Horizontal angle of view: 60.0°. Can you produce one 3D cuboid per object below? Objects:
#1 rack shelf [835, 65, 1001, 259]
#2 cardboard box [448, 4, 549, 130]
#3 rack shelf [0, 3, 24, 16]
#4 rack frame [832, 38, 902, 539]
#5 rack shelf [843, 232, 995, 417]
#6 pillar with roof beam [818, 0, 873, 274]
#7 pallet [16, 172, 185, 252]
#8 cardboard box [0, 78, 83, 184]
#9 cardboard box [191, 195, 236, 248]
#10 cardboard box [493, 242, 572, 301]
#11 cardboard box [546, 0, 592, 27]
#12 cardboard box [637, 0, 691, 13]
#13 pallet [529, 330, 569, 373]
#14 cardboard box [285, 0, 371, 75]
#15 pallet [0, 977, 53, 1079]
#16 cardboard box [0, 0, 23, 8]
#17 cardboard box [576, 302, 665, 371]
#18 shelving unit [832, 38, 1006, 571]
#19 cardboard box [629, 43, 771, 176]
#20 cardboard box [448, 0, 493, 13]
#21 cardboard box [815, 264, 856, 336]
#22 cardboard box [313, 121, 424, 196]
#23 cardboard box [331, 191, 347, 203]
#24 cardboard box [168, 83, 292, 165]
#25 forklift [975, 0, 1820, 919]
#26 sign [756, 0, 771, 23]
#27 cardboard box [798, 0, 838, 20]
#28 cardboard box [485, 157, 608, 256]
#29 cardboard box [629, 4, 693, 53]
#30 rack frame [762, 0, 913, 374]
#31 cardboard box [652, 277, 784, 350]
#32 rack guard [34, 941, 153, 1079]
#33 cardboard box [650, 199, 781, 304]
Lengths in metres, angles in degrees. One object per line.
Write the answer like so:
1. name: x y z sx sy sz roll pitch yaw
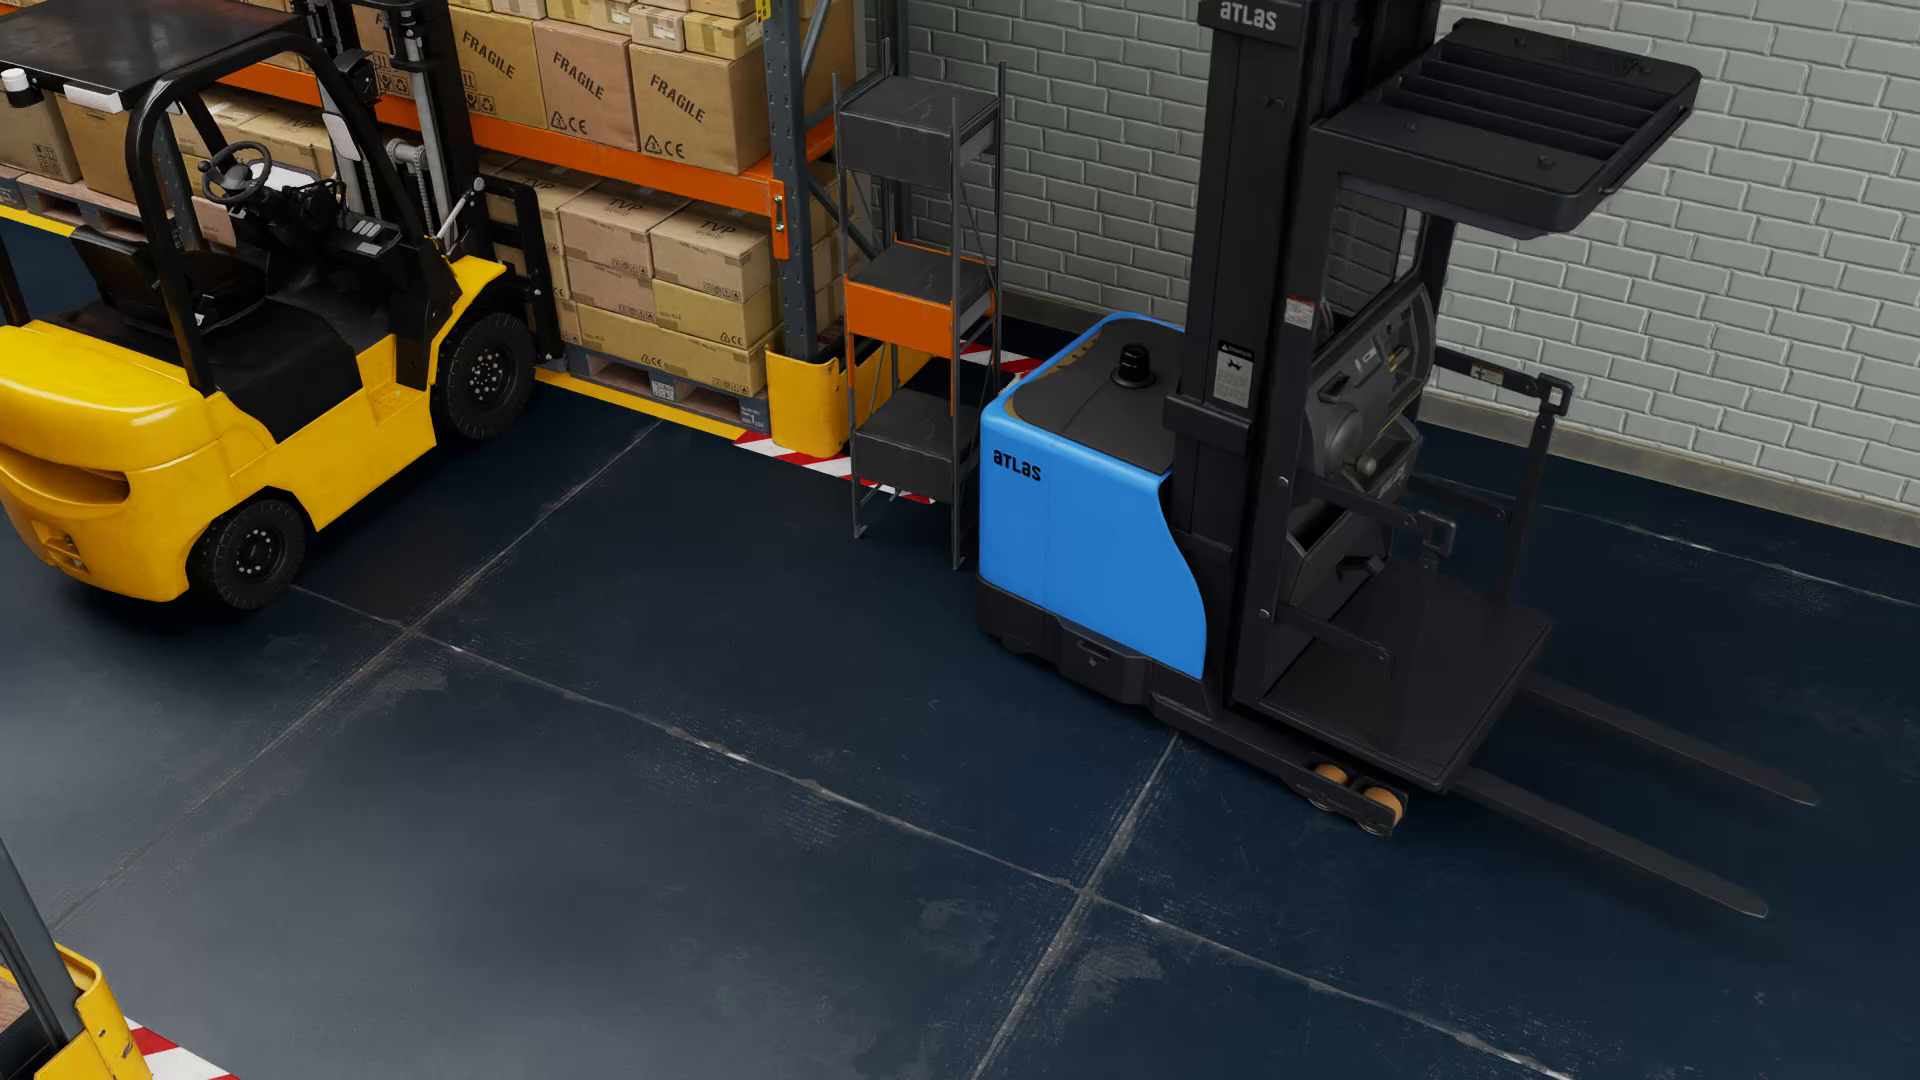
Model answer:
1. rack shelf: -0.147 -1.429 6.261 0.480 0.518 0.431 17 41 21
2. cardboard box: -1.983 -2.257 7.660 0.500 0.500 0.500 17 40 21
3. rack shelf: -5.842 -3.311 9.727 4.000 0.370 1.077 17 41 21
4. rack frame: -0.364 -0.950 6.765 0.015 2.100 0.400 17 41 21
5. rack shelf: -0.147 -0.871 6.684 0.480 0.518 0.431 17 41 21
6. pillar with roof beam: -2.698 -2.685 3.345 0.400 9.000 9.100 17 41 21
7. pallet: -4.738 -2.115 9.862 1.213 0.211 1.003 17 41 21
8. cardboard box: -5.220 -2.622 9.840 0.625 0.625 0.875 17 40 21
9. cardboard box: -3.789 -1.802 9.069 0.500 0.250 0.500 18 41 22
10. cardboard box: -1.999 -1.446 8.187 0.500 0.250 0.500 16 40 20
11. cardboard box: -1.609 -2.409 7.323 0.250 0.149 0.380 17 40 21
12. cardboard box: -1.162 -2.385 7.045 0.250 0.149 0.380 17 41 22
13. pallet: -2.292 -1.349 8.853 1.213 0.211 1.003 17 41 21
14. cardboard box: -2.872 -2.542 8.035 0.500 0.500 0.500 17 40 21
15. pallet: -3.566 1.581 4.993 1.213 0.211 1.003 17 41 21
16. cardboard box: -5.083 -3.119 9.002 0.500 0.250 0.500 17 40 21
17. cardboard box: -1.514 -1.106 8.153 0.500 0.250 0.500 17 41 21
18. shelving unit: -0.147 -0.882 6.676 0.503 2.100 0.431 17 41 21
19. cardboard box: -1.072 -1.965 7.276 0.500 0.500 0.500 16 40 21
20. cardboard box: -2.101 -2.517 7.466 0.250 0.149 0.380 18 41 22
21. cardboard box: -0.860 -1.243 8.334 0.500 0.250 0.500 18 41 22
22. cardboard box: -2.884 -1.929 8.411 0.500 0.250 0.500 19 41 23
23. cardboard box: -2.889 -1.728 8.559 0.500 0.250 0.500 17 40 21
24. cardboard box: -3.781 -2.209 8.779 0.500 0.250 0.500 17 40 21
25. forklift: 1.545 -0.493 5.476 3.031 2.935 1.130 24 43 28
26. sign: -0.776 -2.198 6.511 0.005 0.325 0.100 17 41 21
27. cardboard box: -0.696 -2.461 7.393 0.250 0.149 0.380 16 40 20
28. cardboard box: -1.975 -1.634 8.022 0.500 0.250 0.500 18 41 22
29. cardboard box: -1.191 -2.229 7.086 0.250 0.149 0.380 18 41 22
30. rack frame: -0.514 -1.930 7.311 0.127 3.000 1.000 17 41 21
31. cardboard box: -1.090 -1.168 7.822 0.500 0.250 0.500 17 40 21
32. rack guard: -2.861 1.711 4.583 0.348 0.500 1.175 17 41 21
33. cardboard box: -1.066 -1.361 7.661 0.500 0.250 0.500 19 41 23
